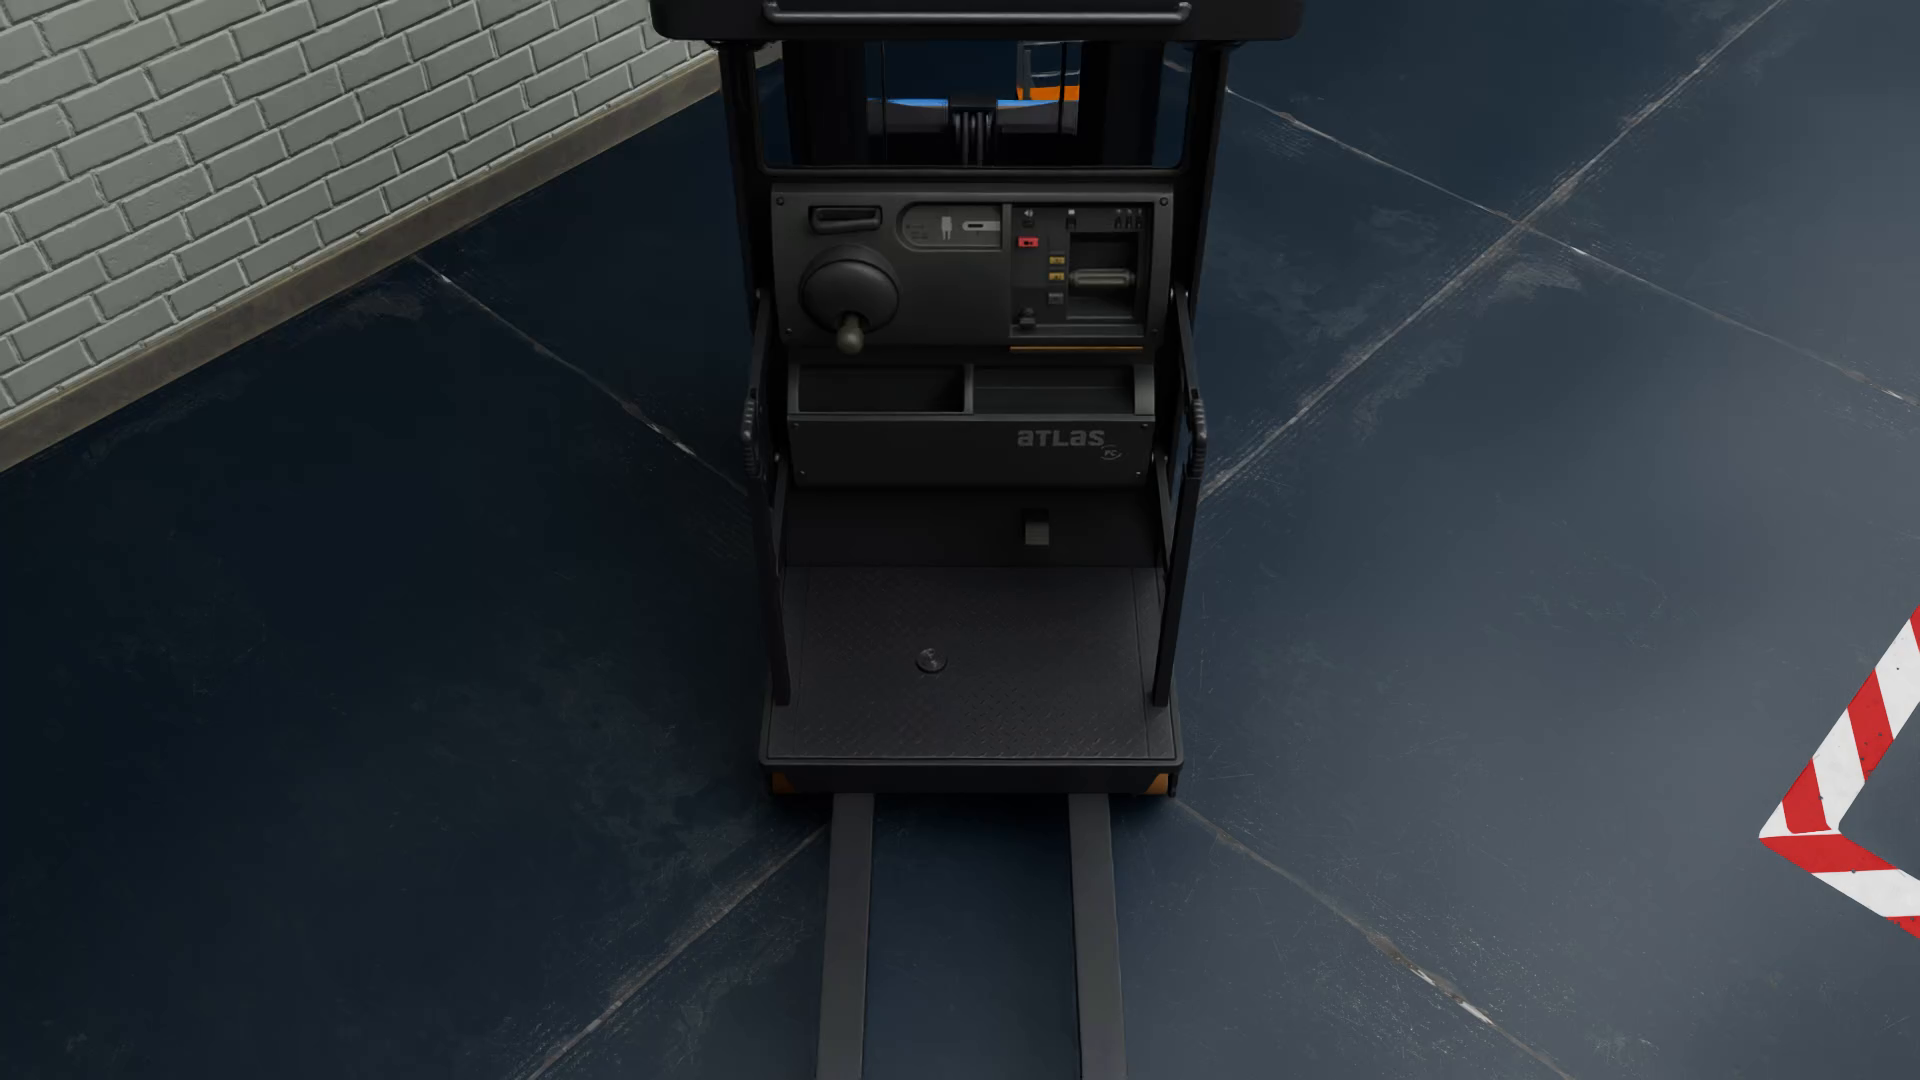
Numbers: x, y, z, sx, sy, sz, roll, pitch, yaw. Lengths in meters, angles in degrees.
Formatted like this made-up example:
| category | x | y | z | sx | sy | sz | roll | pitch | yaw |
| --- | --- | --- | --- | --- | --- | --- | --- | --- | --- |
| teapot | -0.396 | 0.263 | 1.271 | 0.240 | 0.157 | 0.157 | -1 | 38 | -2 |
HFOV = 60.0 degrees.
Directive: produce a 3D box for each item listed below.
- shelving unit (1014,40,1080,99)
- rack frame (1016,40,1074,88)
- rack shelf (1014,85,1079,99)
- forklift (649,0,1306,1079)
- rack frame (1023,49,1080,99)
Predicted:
| category | x | y | z | sx | sy | sz | roll | pitch | yaw |
| --- | --- | --- | --- | --- | --- | --- | --- | --- | --- |
| shelving unit | 0.312 | -1.135 | 5.490 | 0.258 | 1.200 | 0.189 | -4 | 47 | -2 |
| rack frame | 0.305 | -1.202 | 5.552 | 0.240 | 1.200 | 0.006 | -4 | 47 | -2 |
| rack shelf | 0.307 | -1.351 | 5.259 | 0.258 | 0.103 | 0.180 | -4 | 47 | -2 |
| forklift | 0.030 | -0.535 | 3.741 | 1.130 | 2.935 | 3.031 | 0 | 47 | 0 |
| rack frame | 0.319 | -1.069 | 5.427 | 0.240 | 1.200 | 0.006 | -4 | 47 | -2 |
